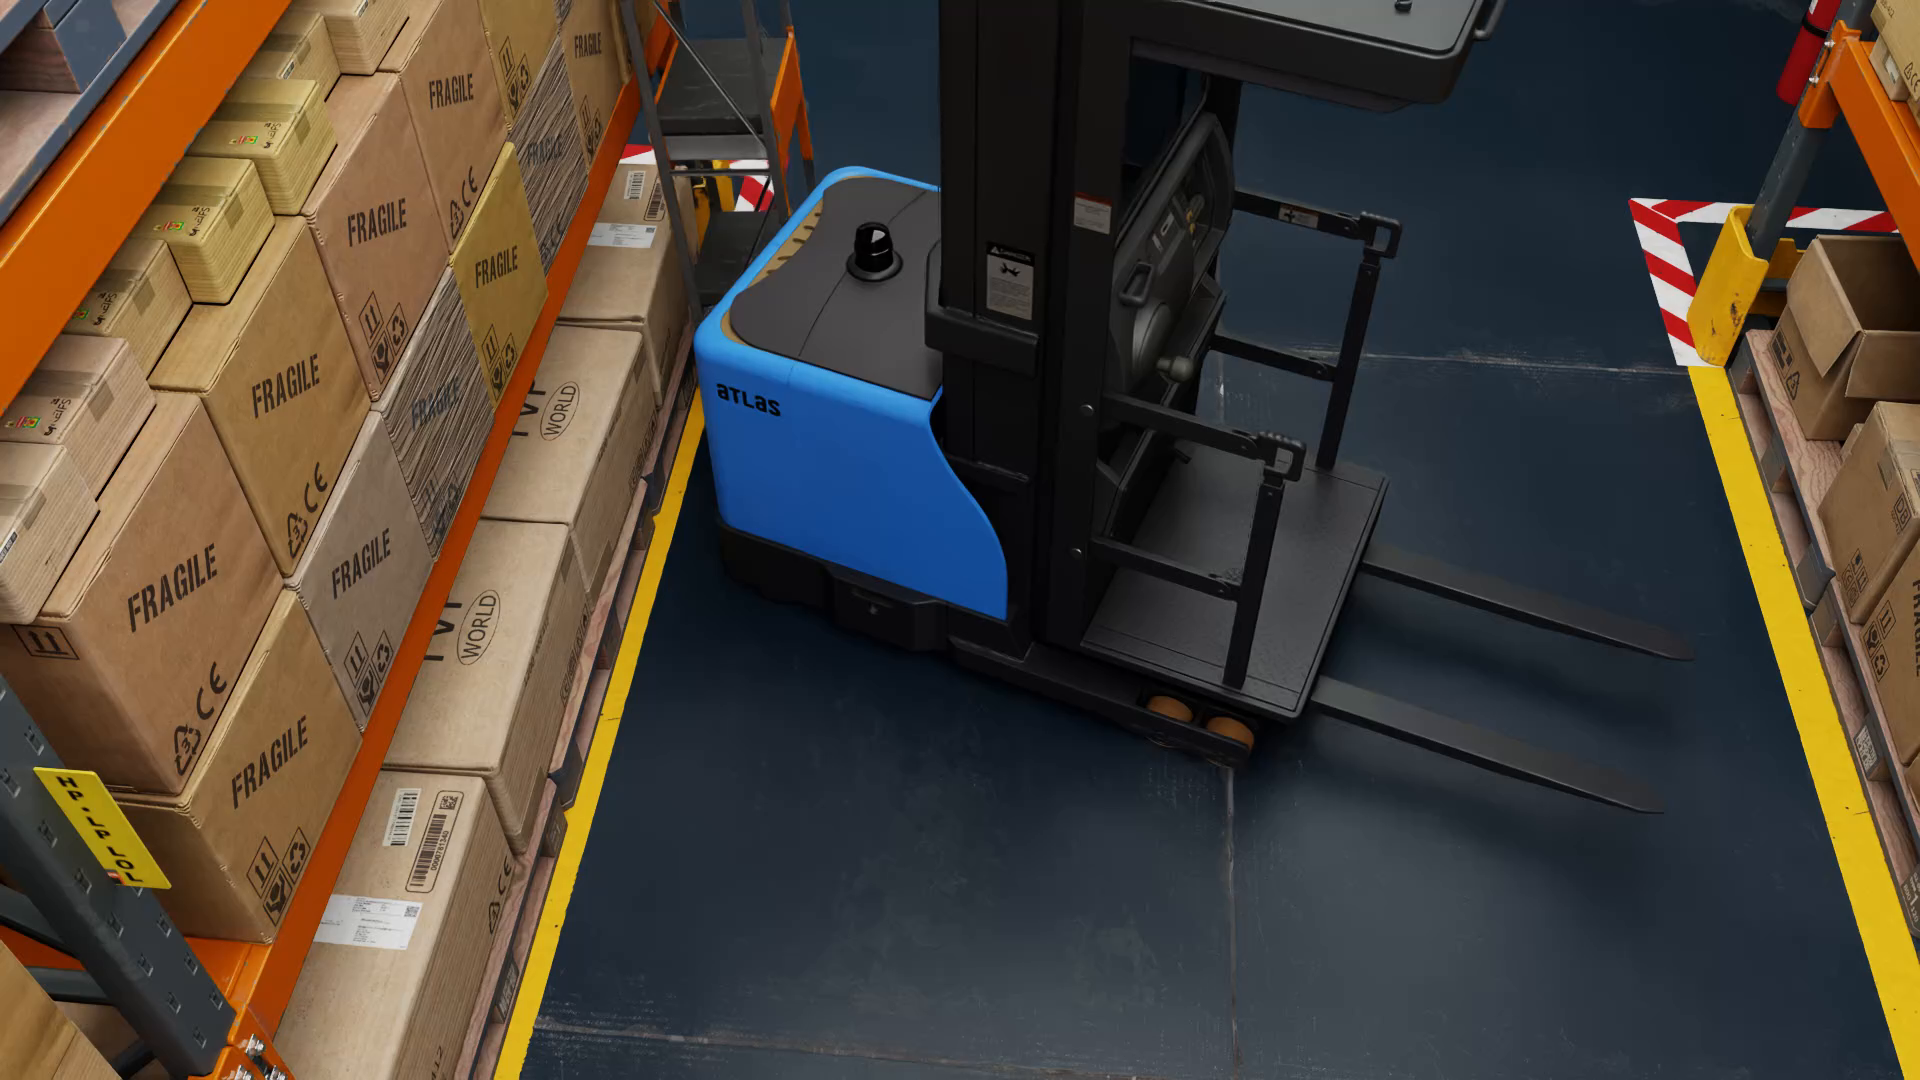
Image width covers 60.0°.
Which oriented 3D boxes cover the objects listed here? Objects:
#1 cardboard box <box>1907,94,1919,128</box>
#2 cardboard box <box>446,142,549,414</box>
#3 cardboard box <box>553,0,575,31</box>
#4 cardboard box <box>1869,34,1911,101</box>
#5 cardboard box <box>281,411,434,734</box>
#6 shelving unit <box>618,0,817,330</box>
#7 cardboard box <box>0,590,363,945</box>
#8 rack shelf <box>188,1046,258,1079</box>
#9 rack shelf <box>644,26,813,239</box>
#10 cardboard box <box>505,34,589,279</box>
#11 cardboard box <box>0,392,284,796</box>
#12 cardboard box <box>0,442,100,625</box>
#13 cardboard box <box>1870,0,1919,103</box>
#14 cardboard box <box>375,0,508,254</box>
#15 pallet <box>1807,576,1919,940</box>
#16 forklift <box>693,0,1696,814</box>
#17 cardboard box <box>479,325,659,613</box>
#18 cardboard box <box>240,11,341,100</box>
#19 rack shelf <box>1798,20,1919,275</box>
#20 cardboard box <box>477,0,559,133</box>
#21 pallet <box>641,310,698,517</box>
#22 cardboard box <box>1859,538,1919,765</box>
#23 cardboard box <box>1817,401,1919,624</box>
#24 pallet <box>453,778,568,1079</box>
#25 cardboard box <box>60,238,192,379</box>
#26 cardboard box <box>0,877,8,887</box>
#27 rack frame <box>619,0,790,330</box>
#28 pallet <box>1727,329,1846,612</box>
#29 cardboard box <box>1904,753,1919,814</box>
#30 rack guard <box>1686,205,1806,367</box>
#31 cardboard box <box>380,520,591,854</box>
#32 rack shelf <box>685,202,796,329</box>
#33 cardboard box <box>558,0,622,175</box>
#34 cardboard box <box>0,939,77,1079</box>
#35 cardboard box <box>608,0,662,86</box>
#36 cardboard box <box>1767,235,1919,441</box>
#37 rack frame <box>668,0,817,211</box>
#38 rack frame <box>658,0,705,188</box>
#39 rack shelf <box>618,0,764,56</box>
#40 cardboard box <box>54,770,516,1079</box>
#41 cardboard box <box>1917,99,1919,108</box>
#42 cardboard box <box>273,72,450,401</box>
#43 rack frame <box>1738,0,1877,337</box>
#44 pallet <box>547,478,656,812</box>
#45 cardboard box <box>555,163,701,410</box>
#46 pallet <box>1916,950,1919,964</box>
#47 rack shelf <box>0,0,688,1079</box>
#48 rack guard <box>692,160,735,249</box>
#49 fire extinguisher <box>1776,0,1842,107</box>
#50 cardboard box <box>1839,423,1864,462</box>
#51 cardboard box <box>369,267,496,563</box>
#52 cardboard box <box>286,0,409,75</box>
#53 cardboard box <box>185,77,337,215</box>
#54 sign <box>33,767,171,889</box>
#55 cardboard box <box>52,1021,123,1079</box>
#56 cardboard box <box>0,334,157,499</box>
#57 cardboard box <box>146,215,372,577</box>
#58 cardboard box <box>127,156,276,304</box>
[{"bbox_3d":[3.160,-1.326,5.100,0.380,0.149,0.250,5,48,4],"label":"cardboard box"},{"bbox_3d":[-1.415,-0.689,4.280,0.500,0.500,0.500,5,48,5],"label":"cardboard box"},{"bbox_3d":[-1.328,-1.769,4.590,0.500,0.500,0.500,4,48,4],"label":"cardboard box"},{"bbox_3d":[3.138,-1.516,5.274,0.380,0.149,0.250,4,48,3],"label":"cardboard box"},{"bbox_3d":[-1.514,0.054,3.600,0.500,0.500,0.500,4,48,4],"label":"cardboard box"},{"bbox_3d":[-0.759,-1.367,5.558,0.431,2.100,0.503,0,47,5],"label":"shelving unit"},{"bbox_3d":[-1.564,0.424,3.262,0.500,0.500,0.500,5,48,5],"label":"cardboard box"},{"bbox_3d":[-2.049,2.497,1.921,1.077,0.370,4.000,4,48,4],"label":"rack shelf"},{"bbox_3d":[-0.758,-1.357,5.568,0.431,0.518,0.480,0,47,5],"label":"rack shelf"},{"bbox_3d":[-1.381,-1.070,4.628,0.500,0.500,0.500,5,48,5],"label":"cardboard box"},{"bbox_3d":[-1.583,0.080,2.899,0.500,0.500,0.500,4,48,4],"label":"cardboard box"},{"bbox_3d":[-1.580,-0.020,2.550,0.380,0.149,0.250,3,48,3],"label":"cardboard box"},{"bbox_3d":[3.131,-1.558,5.042,0.500,0.250,0.500,4,48,4],"label":"cardboard box"},{"bbox_3d":[-1.424,-1.037,3.920,0.500,0.500,0.500,4,48,3],"label":"cardboard box"},{"bbox_3d":[3.248,0.654,5.009,1.003,0.211,1.213,4,48,4],"label":"pallet"},{"bbox_3d":[0.761,-0.739,4.440,3.031,2.935,1.130,18,50,16],"label":"forklift"},{"bbox_3d":[-1.538,-0.267,5.413,0.875,0.438,0.875,5,48,5],"label":"cardboard box"},{"bbox_3d":[-1.513,-0.962,3.412,0.380,0.149,0.250,4,48,3],"label":"cardboard box"},{"bbox_3d":[3.258,-0.111,4.306,1.077,0.370,4.000,4,48,4],"label":"rack shelf"},{"bbox_3d":[-1.376,-1.406,4.258,0.500,0.500,0.500,4,48,3],"label":"cardboard box"},{"bbox_3d":[-1.498,-0.621,6.175,1.003,0.211,1.213,4,48,4],"label":"pallet"},{"bbox_3d":[3.026,0.329,4.826,0.500,0.500,0.500,5,48,4],"label":"cardboard box"},{"bbox_3d":[3.174,-0.053,5.175,0.700,0.500,0.500,6,48,5],"label":"cardboard box"},{"bbox_3d":[-1.720,1.172,4.535,1.003,0.211,1.213,4,48,4],"label":"pallet"},{"bbox_3d":[-1.591,-0.400,2.898,0.380,0.149,0.250,3,48,3],"label":"cardboard box"},{"bbox_3d":[-2.079,0.393,3.290,0.500,0.500,0.500,4,48,4],"label":"cardboard box"},{"bbox_3d":[-0.776,-1.187,5.394,0.400,2.100,0.015,0,47,5],"label":"rack frame"},{"bbox_3d":[3.362,-0.240,5.827,1.003,0.211,1.213,4,48,4],"label":"pallet"},{"bbox_3d":[3.079,0.710,4.477,0.700,0.500,0.500,2,48,2],"label":"cardboard box"},{"bbox_3d":[3.434,-0.924,6.256,1.175,0.500,0.348,4,48,4],"label":"rack guard"},{"bbox_3d":[-1.622,0.396,4.807,0.875,0.438,0.875,3,48,2],"label":"cardboard box"},{"bbox_3d":[-0.713,-0.883,6.081,0.431,0.518,0.480,0,47,5],"label":"rack shelf"},{"bbox_3d":[-1.344,-1.448,4.974,0.500,0.500,0.500,3,48,3],"label":"cardboard box"},{"bbox_3d":[-1.658,0.759,2.278,0.500,0.500,0.500,5,48,5],"label":"cardboard box"},{"bbox_3d":[-1.283,-1.816,5.310,0.500,0.500,0.500,4,48,4],"label":"cardboard box"},{"bbox_3d":[3.291,-0.680,5.746,0.797,0.503,0.637,2,48,2],"label":"cardboard box"},{"bbox_3d":[-0.742,-1.546,5.723,0.400,2.100,0.015,0,47,5],"label":"rack frame"},{"bbox_3d":[-1.503,-2.154,5.688,1.000,3.000,0.127,4,48,4],"label":"rack frame"},{"bbox_3d":[-0.803,-1.832,5.056,0.431,0.518,0.480,0,47,5],"label":"rack shelf"},{"bbox_3d":[-1.703,1.054,4.205,0.875,0.438,0.875,3,48,3],"label":"cardboard box"},{"bbox_3d":[3.085,-1.187,4.703,0.500,0.250,0.500,4,48,4],"label":"cardboard box"},{"bbox_3d":[-1.472,-0.666,3.581,0.500,0.500,0.500,5,48,4],"label":"cardboard box"},{"bbox_3d":[3.441,-1.823,5.385,1.000,3.000,0.127,4,48,4],"label":"rack frame"},{"bbox_3d":[-1.611,0.274,5.357,1.003,0.211,1.213,4,48,4],"label":"pallet"},{"bbox_3d":[-1.463,-0.940,6.029,0.875,0.438,0.875,2,48,2],"label":"cardboard box"},{"bbox_3d":[3.140,1.552,4.187,1.003,0.211,1.213,4,48,4],"label":"pallet"},{"bbox_3d":[-1.685,-0.442,4.609,1.077,0.370,4.000,4,48,4],"label":"rack shelf"},{"bbox_3d":[-1.500,-1.329,6.626,1.175,0.500,0.348,4,48,4],"label":"rack guard"},{"bbox_3d":[2.994,-1.811,5.678,0.296,0.674,0.183,4,48,4],"label":"fire extinguisher"},{"bbox_3d":[3.213,-0.250,5.594,0.380,0.149,0.250,2,48,2],"label":"cardboard box"},{"bbox_3d":[-1.462,-0.311,3.934,0.500,0.500,0.500,4,48,4],"label":"cardboard box"},{"bbox_3d":[-1.422,-1.138,3.573,0.380,0.149,0.250,4,48,4],"label":"cardboard box"},{"bbox_3d":[-1.455,-0.772,3.238,0.380,0.149,0.250,3,48,2],"label":"cardboard box"},{"bbox_3d":[-1.326,0.450,2.575,0.100,0.325,0.005,4,48,4],"label":"sign"},{"bbox_3d":[-1.665,1.007,2.559,0.500,0.250,0.500,4,48,3],"label":"cardboard box"},{"bbox_3d":[-1.573,-0.209,2.724,0.380,0.149,0.250,5,48,4],"label":"cardboard box"},{"bbox_3d":[-1.530,-0.291,3.238,0.500,0.500,0.500,3,48,3],"label":"cardboard box"},{"bbox_3d":[-1.508,-0.578,3.061,0.380,0.149,0.250,4,48,3],"label":"cardboard box"}]
